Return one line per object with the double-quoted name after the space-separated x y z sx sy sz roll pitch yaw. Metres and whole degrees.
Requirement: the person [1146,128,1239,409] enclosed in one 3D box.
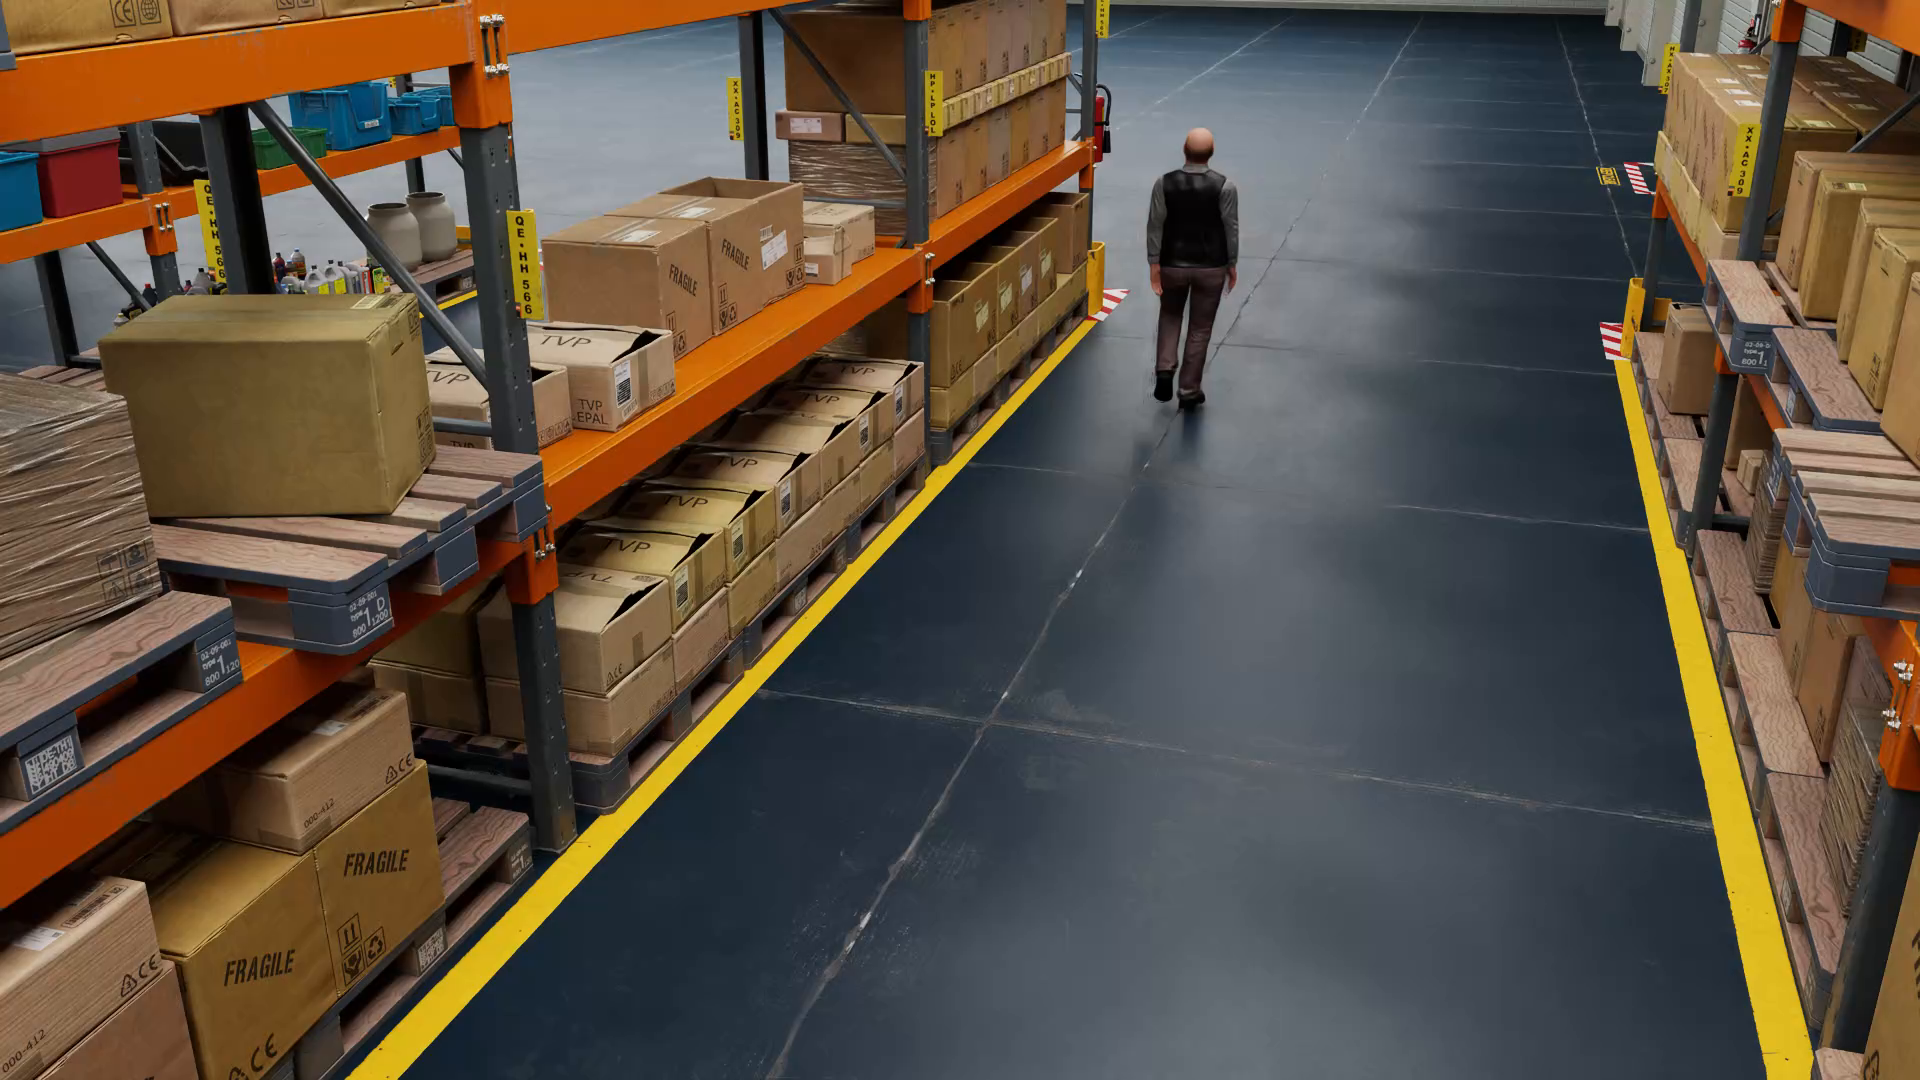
1.439 -1.671 10.262 0.547 1.735 0.460 7 23 17 "person"
